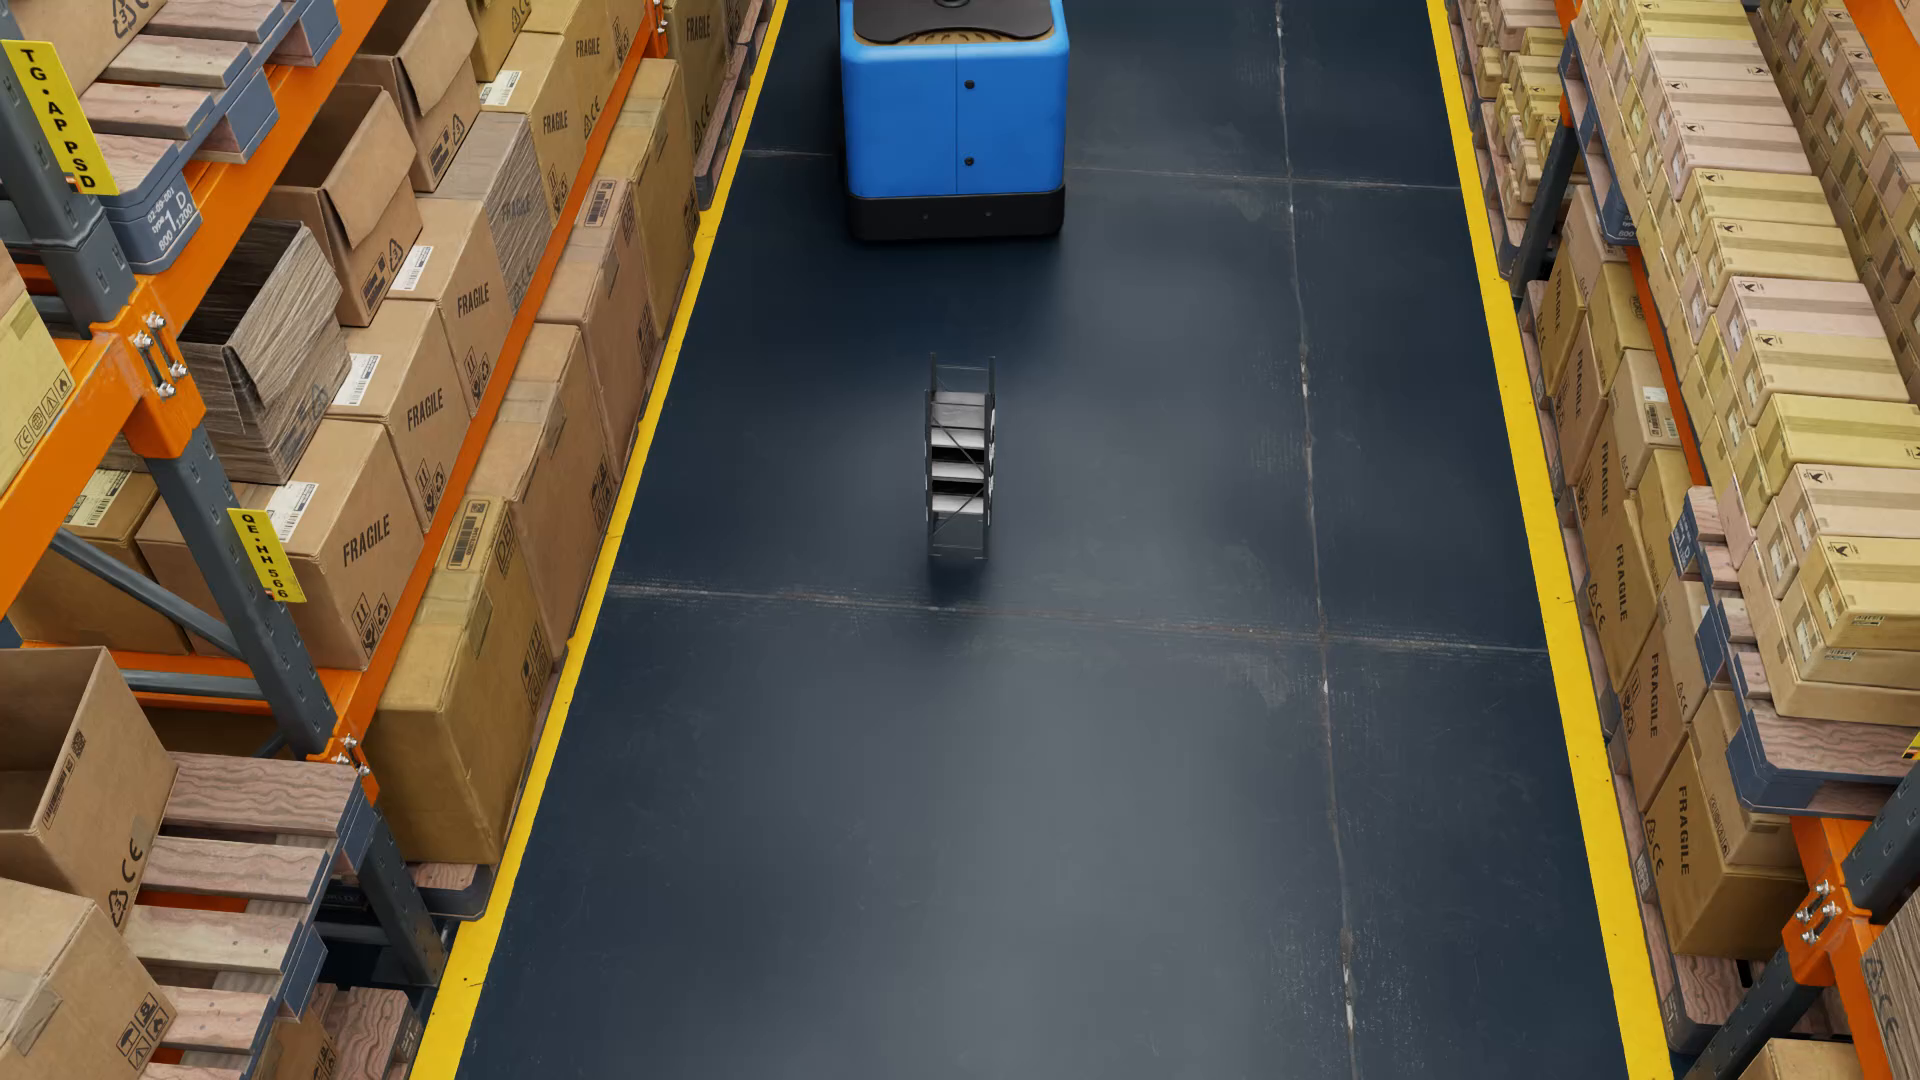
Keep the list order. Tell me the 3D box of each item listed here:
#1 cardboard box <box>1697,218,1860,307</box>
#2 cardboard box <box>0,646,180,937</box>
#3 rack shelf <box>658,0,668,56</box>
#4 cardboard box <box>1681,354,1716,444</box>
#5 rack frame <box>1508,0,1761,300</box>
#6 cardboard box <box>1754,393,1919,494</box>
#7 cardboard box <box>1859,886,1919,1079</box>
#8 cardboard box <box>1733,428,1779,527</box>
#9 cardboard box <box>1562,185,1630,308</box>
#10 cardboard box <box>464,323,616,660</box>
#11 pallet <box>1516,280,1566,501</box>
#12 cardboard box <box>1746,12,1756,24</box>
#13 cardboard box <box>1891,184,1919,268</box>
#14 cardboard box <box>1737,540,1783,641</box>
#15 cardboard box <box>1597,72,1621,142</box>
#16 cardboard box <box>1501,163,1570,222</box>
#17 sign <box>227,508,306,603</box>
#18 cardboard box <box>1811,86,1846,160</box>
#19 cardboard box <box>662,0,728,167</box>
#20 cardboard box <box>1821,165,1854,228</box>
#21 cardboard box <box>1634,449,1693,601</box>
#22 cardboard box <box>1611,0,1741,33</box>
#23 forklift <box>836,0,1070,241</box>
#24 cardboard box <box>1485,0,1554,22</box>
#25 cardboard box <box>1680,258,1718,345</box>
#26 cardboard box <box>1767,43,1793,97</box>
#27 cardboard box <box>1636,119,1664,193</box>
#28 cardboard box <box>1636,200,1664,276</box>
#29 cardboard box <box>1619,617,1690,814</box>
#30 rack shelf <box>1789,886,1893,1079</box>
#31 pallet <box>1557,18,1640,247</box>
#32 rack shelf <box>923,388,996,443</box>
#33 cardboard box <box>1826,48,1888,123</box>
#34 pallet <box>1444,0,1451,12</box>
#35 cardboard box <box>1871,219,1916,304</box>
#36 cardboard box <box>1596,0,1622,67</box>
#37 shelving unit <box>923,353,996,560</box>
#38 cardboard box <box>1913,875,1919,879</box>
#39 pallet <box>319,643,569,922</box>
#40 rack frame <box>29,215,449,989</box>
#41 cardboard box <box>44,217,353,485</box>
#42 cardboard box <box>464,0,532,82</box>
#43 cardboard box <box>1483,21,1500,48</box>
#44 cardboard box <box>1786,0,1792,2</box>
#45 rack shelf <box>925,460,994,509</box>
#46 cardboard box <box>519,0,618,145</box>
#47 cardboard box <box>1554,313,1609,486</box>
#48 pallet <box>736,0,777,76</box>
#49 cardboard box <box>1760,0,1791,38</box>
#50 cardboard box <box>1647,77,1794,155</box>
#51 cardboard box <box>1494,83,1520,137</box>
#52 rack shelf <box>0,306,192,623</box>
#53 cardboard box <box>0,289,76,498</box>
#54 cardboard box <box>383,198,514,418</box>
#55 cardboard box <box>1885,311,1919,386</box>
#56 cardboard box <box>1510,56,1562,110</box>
[{"bbox_3d":[2.439,-0.816,4.972,0.380,0.149,0.250,6,48,5],"label":"cardboard box"},{"bbox_3d":[-2.209,0.599,3.843,0.500,0.500,0.500,-1,48,-1],"label":"cardboard box"},{"bbox_3d":[-1.652,-3.792,8.699,1.077,0.370,4.000,4,48,4],"label":"rack shelf"},{"bbox_3d":[2.415,-0.420,5.013,0.380,0.149,0.250,2,48,2],"label":"cardboard box"},{"bbox_3d":[3.095,-2.157,6.716,1.000,3.000,0.127,4,48,4],"label":"rack frame"},{"bbox_3d":[2.368,-0.243,4.448,0.380,0.149,0.250,5,48,5],"label":"cardboard box"},{"bbox_3d":[2.421,1.060,3.706,0.500,0.500,0.500,4,48,4],"label":"cardboard box"},{"bbox_3d":[2.366,-0.158,4.572,0.380,0.149,0.250,5,48,4],"label":"cardboard box"},{"bbox_3d":[2.765,-1.183,6.726,0.500,0.250,0.500,2,48,2],"label":"cardboard box"},{"bbox_3d":[-2.027,-0.210,6.091,1.225,0.875,0.875,4,48,4],"label":"cardboard box"},{"bbox_3d":[3.026,-0.644,7.222,1.003,0.211,1.213,4,48,4],"label":"pallet"},{"bbox_3d":[3.447,-2.258,6.979,0.380,0.149,0.250,5,48,5],"label":"cardboard box"},{"bbox_3d":[3.111,-0.951,5.095,0.380,0.149,0.250,3,48,3],"label":"cardboard box"},{"bbox_3d":[2.343,0.150,4.492,0.380,0.149,0.250,4,48,3],"label":"cardboard box"},{"bbox_3d":[2.555,-1.568,6.063,0.380,0.149,0.250,4,48,4],"label":"cardboard box"},{"bbox_3d":[2.792,-1.648,7.898,0.380,0.149,0.250,4,48,4],"label":"cardboard box"},{"bbox_3d":[-1.658,0.040,3.976,0.100,0.325,0.005,4,48,4],"label":"sign"},{"bbox_3d":[3.187,-1.432,5.737,0.380,0.149,0.250,2,48,2],"label":"cardboard box"},{"bbox_3d":[-1.695,-2.469,8.157,0.875,0.875,0.875,4,48,4],"label":"cardboard box"},{"bbox_3d":[3.166,-1.146,5.677,0.380,0.149,0.250,2,48,2],"label":"cardboard box"},{"bbox_3d":[2.629,-0.033,5.675,0.500,0.250,0.500,5,48,4],"label":"cardboard box"},{"bbox_3d":[2.582,-1.951,6.010,0.380,0.149,0.250,5,48,5],"label":"cardboard box"},{"bbox_3d":[-0.101,-3.513,8.003,1.130,2.935,3.031,-2,48,-2],"label":"forklift"},{"bbox_3d":[2.914,-2.780,8.530,0.380,0.149,0.250,2,48,2],"label":"cardboard box"},{"bbox_3d":[2.438,-0.717,5.083,0.380,0.149,0.250,5,48,5],"label":"cardboard box"},{"bbox_3d":[3.233,-1.718,6.200,0.380,0.149,0.250,4,48,4],"label":"cardboard box"},{"bbox_3d":[2.511,-1.286,5.604,0.380,0.149,0.250,6,48,5],"label":"cardboard box"},{"bbox_3d":[2.488,-0.995,5.539,0.380,0.149,0.250,3,48,3],"label":"cardboard box"},{"bbox_3d":[2.582,0.602,5.602,0.500,0.500,0.500,6,48,5],"label":"cardboard box"},{"bbox_3d":[2.549,2.495,2.949,1.077,0.370,4.000,4,48,4],"label":"rack shelf"},{"bbox_3d":[2.881,-1.540,6.282,1.003,0.211,1.213,4,48,4],"label":"pallet"},{"bbox_3d":[0.001,-0.469,6.275,0.258,0.077,0.200,4,48,4],"label":"rack shelf"},{"bbox_3d":[3.180,-1.526,5.622,0.380,0.149,0.250,4,48,3],"label":"cardboard box"},{"bbox_3d":[3.344,-3.505,9.838,1.003,0.211,1.213,4,48,4],"label":"pallet"},{"bbox_3d":[3.111,-0.862,5.215,0.380,0.149,0.250,5,48,5],"label":"cardboard box"},{"bbox_3d":[2.580,-1.865,6.133,0.380,0.149,0.250,3,48,3],"label":"cardboard box"},{"bbox_3d":[0.001,-0.310,6.449,0.258,0.900,0.210,4,48,4],"label":"shelving unit"},{"bbox_3d":[3.035,0.741,4.967,0.500,0.250,0.500,2,48,2],"label":"cardboard box"},{"bbox_3d":[-2.052,0.741,5.955,1.003,0.211,1.213,4,48,4],"label":"pallet"},{"bbox_3d":[-2.199,0.375,4.401,1.000,3.000,0.127,4,48,4],"label":"rack frame"},{"bbox_3d":[-2.116,-0.534,4.484,0.797,0.503,0.637,5,48,5],"label":"cardboard box"},{"bbox_3d":[-1.959,-1.964,5.792,0.797,0.503,0.637,4,48,4],"label":"cardboard box"},{"bbox_3d":[2.977,-2.595,8.764,0.380,0.149,0.250,5,48,4],"label":"cardboard box"},{"bbox_3d":[3.253,-2.107,6.152,0.380,0.149,0.250,6,48,5],"label":"cardboard box"},{"bbox_3d":[0.001,-0.226,6.540,0.258,0.077,0.200,4,48,4],"label":"rack shelf"},{"bbox_3d":[-1.657,-1.873,6.389,0.500,0.500,0.500,5,48,5],"label":"cardboard box"},{"bbox_3d":[2.717,-0.541,6.647,0.500,0.500,0.500,6,48,5],"label":"cardboard box"},{"bbox_3d":[-1.579,-3.076,9.446,1.003,0.211,1.213,4,48,4],"label":"pallet"},{"bbox_3d":[3.256,-2.009,6.264,0.380,0.149,0.250,5,48,5],"label":"cardboard box"},{"bbox_3d":[2.508,-1.391,5.498,0.380,0.149,0.250,4,48,3],"label":"cardboard box"},{"bbox_3d":[2.827,-2.088,8.098,0.380,0.149,0.250,2,48,2],"label":"cardboard box"},{"bbox_3d":[-2.382,1.075,2.215,1.077,0.370,4.000,4,48,4],"label":"rack shelf"},{"bbox_3d":[-1.998,-0.221,3.014,0.500,0.250,0.500,4,48,4],"label":"cardboard box"},{"bbox_3d":[-1.796,-0.754,5.365,0.500,0.500,0.500,3,48,3],"label":"cardboard box"},{"bbox_3d":[3.092,-0.564,5.145,0.380,0.149,0.250,4,48,4],"label":"cardboard box"},{"bbox_3d":[2.868,-2.190,7.990,0.380,0.149,0.250,3,48,3],"label":"cardboard box"}]
